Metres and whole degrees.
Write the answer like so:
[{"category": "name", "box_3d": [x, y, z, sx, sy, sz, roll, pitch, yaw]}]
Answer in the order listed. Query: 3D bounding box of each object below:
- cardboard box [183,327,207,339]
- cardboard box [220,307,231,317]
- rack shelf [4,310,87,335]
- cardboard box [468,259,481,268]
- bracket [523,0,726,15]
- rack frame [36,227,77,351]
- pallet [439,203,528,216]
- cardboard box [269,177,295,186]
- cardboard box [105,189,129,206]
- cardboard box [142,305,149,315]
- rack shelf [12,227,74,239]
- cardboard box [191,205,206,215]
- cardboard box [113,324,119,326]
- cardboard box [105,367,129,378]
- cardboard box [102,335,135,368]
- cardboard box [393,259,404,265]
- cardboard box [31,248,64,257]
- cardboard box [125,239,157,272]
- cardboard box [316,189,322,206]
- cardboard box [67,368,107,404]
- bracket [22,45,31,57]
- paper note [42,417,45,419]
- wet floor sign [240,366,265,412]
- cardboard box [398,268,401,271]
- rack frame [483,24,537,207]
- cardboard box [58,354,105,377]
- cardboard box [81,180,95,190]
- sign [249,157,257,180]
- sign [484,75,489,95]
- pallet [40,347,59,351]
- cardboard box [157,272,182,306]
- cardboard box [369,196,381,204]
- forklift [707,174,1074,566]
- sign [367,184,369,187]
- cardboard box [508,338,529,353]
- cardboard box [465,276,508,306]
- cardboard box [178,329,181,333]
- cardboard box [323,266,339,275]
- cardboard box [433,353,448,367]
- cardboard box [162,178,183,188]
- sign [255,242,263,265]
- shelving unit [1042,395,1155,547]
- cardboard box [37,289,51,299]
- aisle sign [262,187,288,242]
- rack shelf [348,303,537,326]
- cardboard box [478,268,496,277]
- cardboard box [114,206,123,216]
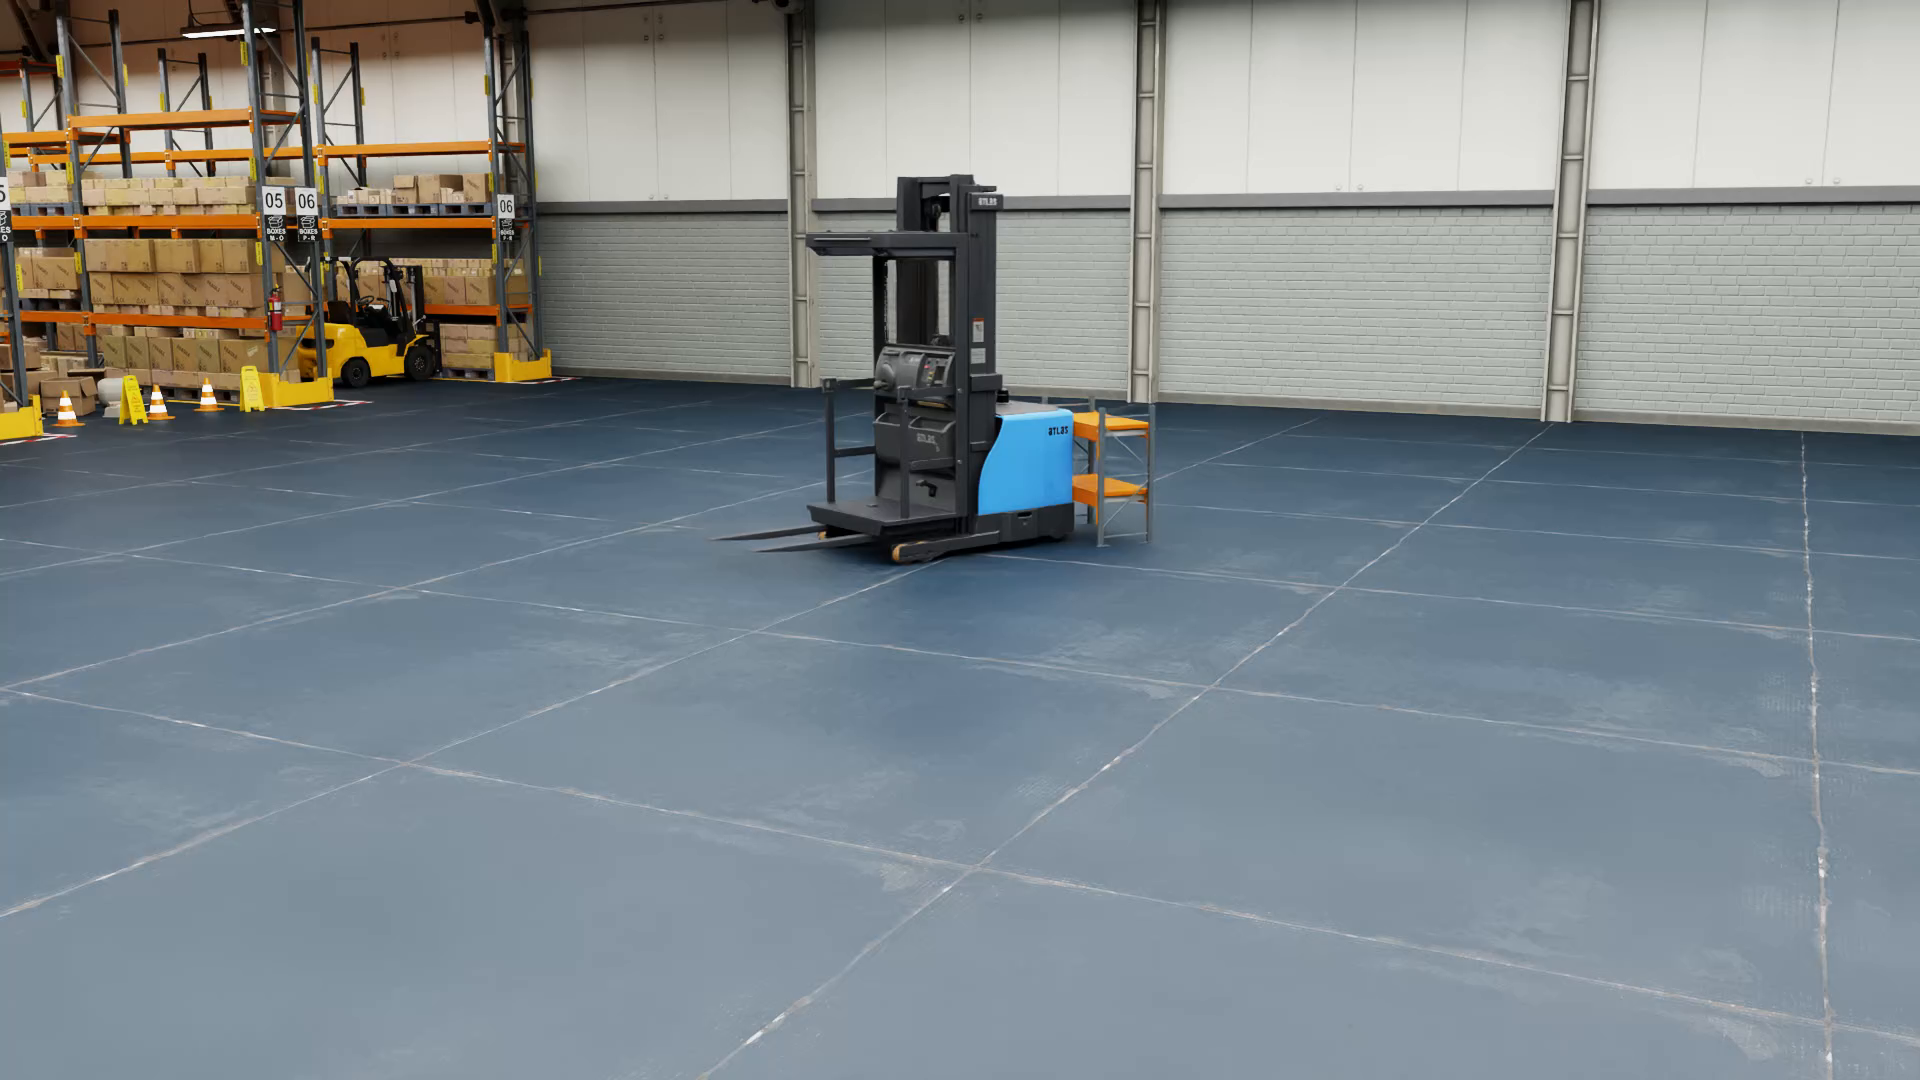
[{"category": "cardboard box", "box_3d": [-11.597, -3.156, 25.361, 0.250, 0.149, 0.380, 6, 12, 28]}, {"category": "cardboard box", "box_3d": [-10.871, -3.431, 24.970, 0.250, 0.149, 0.380, 5, 11, 25]}, {"category": "rack shelf", "box_3d": [-15.325, -3.652, 27.507, 4.000, 0.370, 1.077, 5, 11, 26]}, {"category": "cardboard box", "box_3d": [-8.401, -4.850, 29.169, 0.250, 0.149, 0.380, 5, 11, 26]}, {"category": "bracket", "box_3d": [-5.436, -8.955, 27.833, 4.783, 0.066, 0.076, 5, 11, 26]}, {"category": "rack frame", "box_3d": [-18.513, -5.272, 34.437, 0.127, 3.000, 1.000, 5, 11, 26]}, {"category": "pallet", "box_3d": [-8.374, -5.819, 29.284, 1.213, 0.211, 1.003, 5, 11, 26]}, {"category": "cardboard box", "box_3d": [-10.173, -5.339, 24.849, 0.250, 0.149, 0.380, 5, 11, 25]}, {"category": "cardboard box", "box_3d": [-12.791, -5.280, 25.642, 0.500, 0.250, 0.500, 5, 11, 25]}, {"category": "cardboard box", "box_3d": [-12.430, -3.580, 25.794, 0.250, 0.149, 0.380, 5, 11, 26]}, {"category": "rack shelf", "box_3d": [-20.306, -6.552, 35.105, 4.000, 0.370, 1.077, 5, 11, 26]}, {"category": "cardboard box", "box_3d": [-11.291, -4.953, 24.955, 0.250, 0.149, 0.380, 5, 11, 25]}, {"category": "cardboard box", "box_3d": [-16.855, -4.388, 33.568, 0.250, 0.149, 0.380, 5, 11, 26]}, {"category": "cardboard box", "box_3d": [-13.122, -2.613, 26.284, 0.500, 0.250, 0.500, 4, 11, 23]}, {"category": "cardboard box", "box_3d": [-13.122, -2.982, 26.217, 0.500, 0.500, 0.500, 6, 12, 29]}, {"category": "cardboard box", "box_3d": [-9.994, -4.995, 29.969, 0.250, 0.149, 0.380, 5, 11, 26]}, {"category": "cardboard box", "box_3d": [-14.669, -4.622, 26.732, 0.250, 0.149, 0.380, 5, 11, 24]}, {"category": "cardboard box", "box_3d": [-12.346, -4.379, 25.580, 0.500, 0.500, 0.700, 5, 11, 25]}, {"category": "cardboard box", "box_3d": [-12.095, -6.348, 30.748, 0.500, 0.311, 0.500, 5, 11, 24]}, {"category": "cardboard box", "box_3d": [-13.173, -2.318, 25.127, 0.500, 0.500, 0.500, -4, 11, -23]}, {"category": "bracket", "box_3d": [-19.268, -10.170, 34.548, 0.430, 0.232, 0.235, 5, 11, 26]}, {"category": "paper note", "box_3d": [-12.662, -1.664, 22.846, 0.144, 0.017, 0.142, -10, 14, -43]}, {"category": "wet floor sign", "box_3d": [-10.247, -2.189, 24.013, 0.267, 0.644, 0.232, -10, 14, -43]}, {"category": "cardboard box", "box_3d": [-10.034, -4.837, 29.933, 0.250, 0.149, 0.380, 5, 11, 24]}, {"category": "rack frame", "box_3d": [-7.751, -7.278, 28.678, 0.127, 3.000, 1.000, 5, 11, 26]}, {"category": "cardboard box", "box_3d": [-14.003, -2.803, 26.995, 0.625, 0.372, 0.950, 5, 11, 27]}, {"category": "cardboard box", "box_3d": [-13.393, -5.516, 25.831, 0.250, 0.149, 0.380, 5, 11, 25]}, {"category": "sign", "box_3d": [-10.208, -5.358, 24.003, 0.005, 0.325, 0.100, 5, 11, 26]}, {"category": "sign", "box_3d": [-8.004, -7.691, 28.115, 0.005, 0.325, 0.100, 5, 11, 26]}, {"category": "pallet", "box_3d": [-19.128, -3.954, 34.985, 1.213, 0.211, 1.003, 5, 11, 26]}, {"category": "cardboard box", "box_3d": [-11.893, -3.851, 25.468, 0.500, 0.500, 0.500, 5, 11, 26]}, {"category": "cardboard box", "box_3d": [-10.381, -6.105, 29.865, 0.250, 0.149, 0.380, 5, 12, 28]}, {"category": "forklift", "box_3d": [-0.522, -1.353, 12.974, 3.031, 2.935, 1.130, -8, 13, -38]}, {"category": "sign", "box_3d": [-11.094, -6.500, 31.124, 0.005, 0.325, 0.100, 5, 11, 26]}, {"category": "cardboard box", "box_3d": [-8.081, -3.496, 29.763, 0.500, 0.250, 0.500, 5, 12, 27]}, {"category": "cardboard box", "box_3d": [-8.309, -4.372, 29.186, 0.500, 0.500, 0.500, 5, 11, 25]}, {"category": "cardboard box", "box_3d": [-15.400, -3.932, 32.875, 0.500, 0.500, 0.500, 5, 12, 27]}, {"category": "cardboard box", "box_3d": [-11.743, -5.001, 30.840, 0.250, 0.149, 0.380, 5, 12, 28]}, {"category": "cardboard box", "box_3d": [-9.199, -3.248, 29.796, 0.500, 0.250, 0.500, 5, 11, 26]}, {"category": "cardboard box", "box_3d": [-11.768, -5.373, 25.039, 0.250, 0.149, 0.380, 5, 12, 27]}, {"category": "sign", "box_3d": [-10.208, -4.172, 24.218, 0.005, 0.325, 0.100, 5, 11, 26]}, {"category": "shelving unit", "box_3d": [1.135, -0.599, 13.883, 0.538, 1.125, 1.048, -5, 11, -24]}, {"category": "cardboard box", "box_3d": [-14.591, -3.966, 26.748, 0.250, 0.149, 0.380, 5, 11, 25]}, {"category": "aisle sign", "box_3d": [-10.017, -4.761, 24.316, 0.004, 0.787, 0.394, 5, 11, 26]}, {"category": "rack shelf", "box_3d": [-9.545, -4.130, 30.147, 4.000, 0.370, 1.077, 5, 11, 26]}, {"category": "cardboard box", "box_3d": [-8.186, -4.677, 29.049, 0.250, 0.149, 0.380, 5, 11, 27]}, {"category": "cardboard box", "box_3d": [-12.879, -5.106, 25.801, 0.250, 0.149, 0.380, 5, 11, 26]}]
